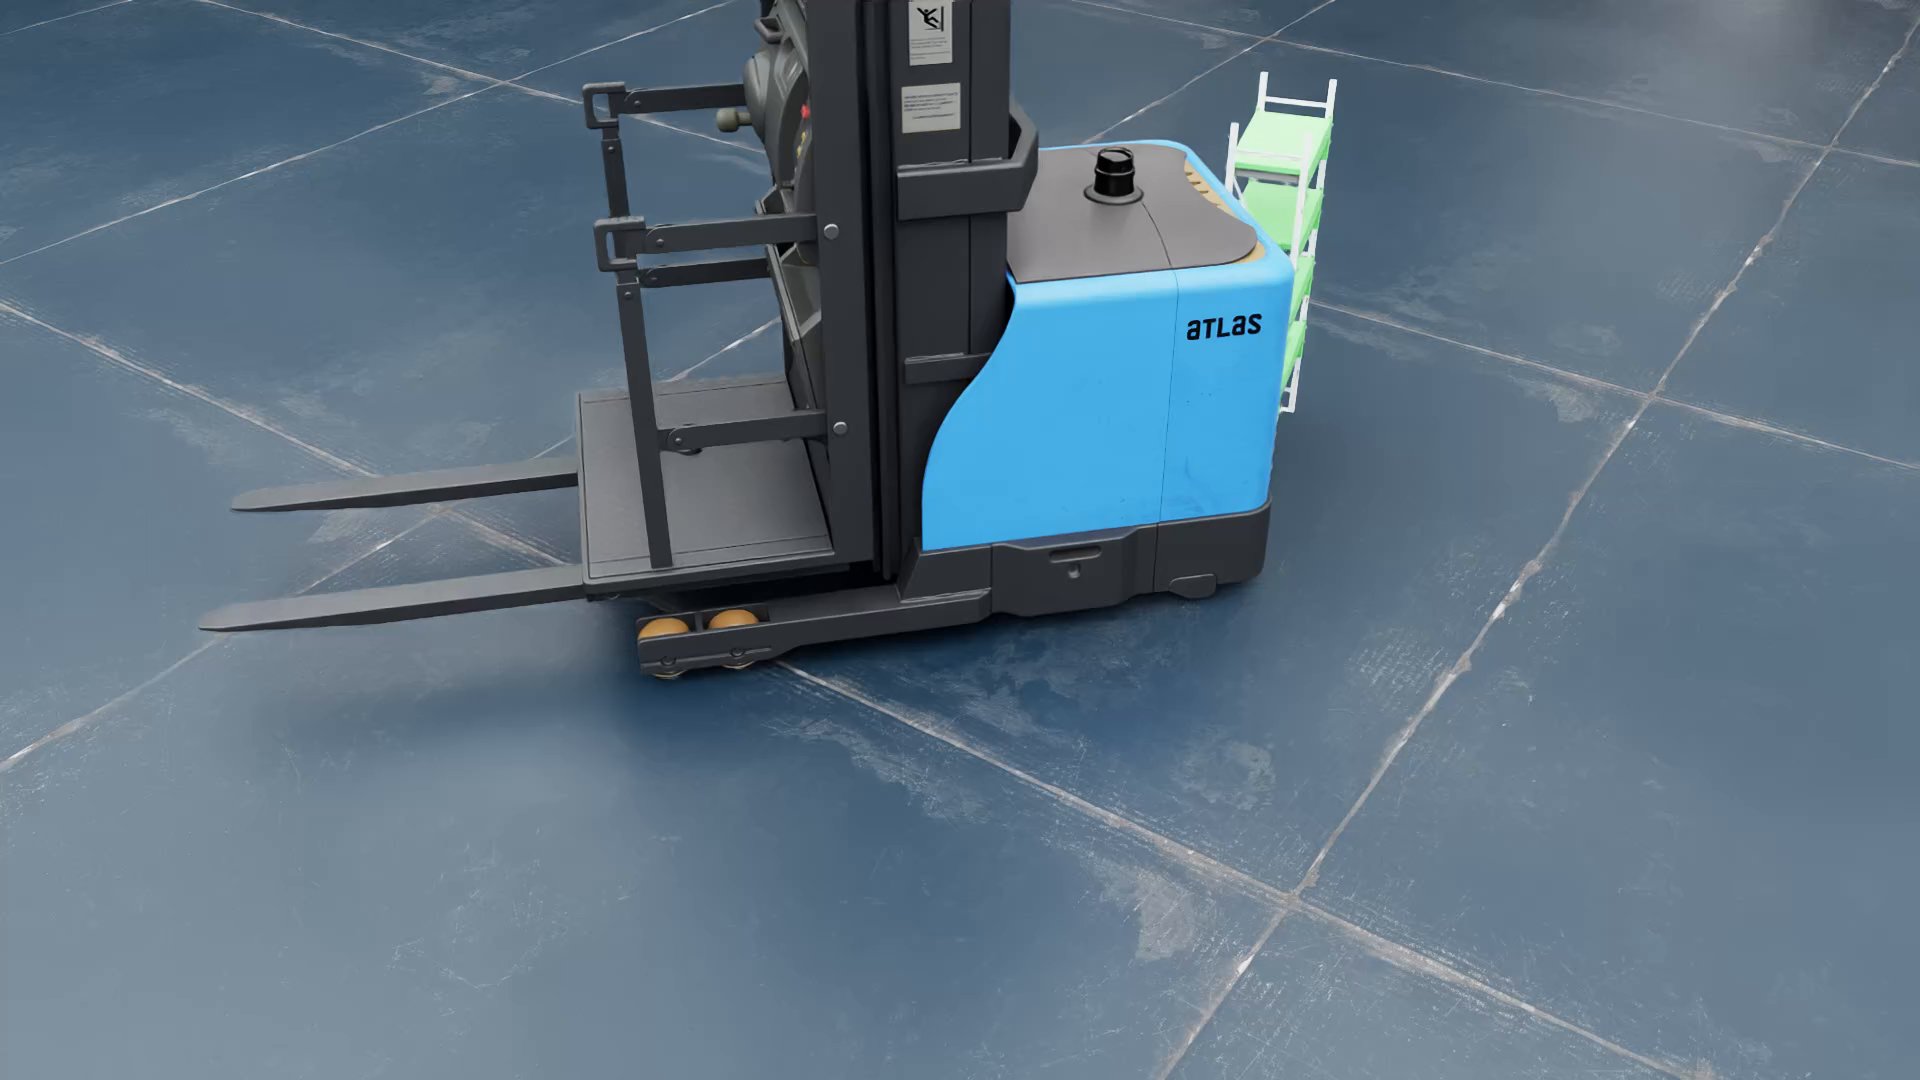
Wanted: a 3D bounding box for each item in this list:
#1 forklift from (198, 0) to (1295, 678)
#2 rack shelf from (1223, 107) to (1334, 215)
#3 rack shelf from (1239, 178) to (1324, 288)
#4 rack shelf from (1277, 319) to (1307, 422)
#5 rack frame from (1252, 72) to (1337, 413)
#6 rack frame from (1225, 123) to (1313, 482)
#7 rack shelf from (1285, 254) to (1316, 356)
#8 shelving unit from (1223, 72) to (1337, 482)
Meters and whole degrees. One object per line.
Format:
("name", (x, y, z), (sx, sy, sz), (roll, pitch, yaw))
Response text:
("forklift", (-0.654, -1.152, 4.337), (3.031, 2.935, 1.130), (-7, 35, -10))
("rack shelf", (0.998, -1.191, 5.197), (0.258, 0.148, 0.480), (11, 36, 15))
("rack shelf", (0.998, -0.992, 5.332), (0.258, 0.148, 0.480), (11, 36, 15))
("rack shelf", (0.998, -0.594, 5.600), (0.258, 0.148, 0.480), (11, 36, 15))
("rack frame", (1.076, -0.976, 5.622), (0.240, 1.200, 0.015), (11, 36, 15))
("rack frame", (0.919, -0.717, 5.239), (0.240, 1.200, 0.015), (11, 36, 15))
("rack shelf", (0.998, -0.793, 5.466), (0.258, 0.148, 0.480), (11, 36, 15))
("shelving unit", (0.998, -0.846, 5.430), (0.258, 1.200, 0.503), (11, 36, 15))
